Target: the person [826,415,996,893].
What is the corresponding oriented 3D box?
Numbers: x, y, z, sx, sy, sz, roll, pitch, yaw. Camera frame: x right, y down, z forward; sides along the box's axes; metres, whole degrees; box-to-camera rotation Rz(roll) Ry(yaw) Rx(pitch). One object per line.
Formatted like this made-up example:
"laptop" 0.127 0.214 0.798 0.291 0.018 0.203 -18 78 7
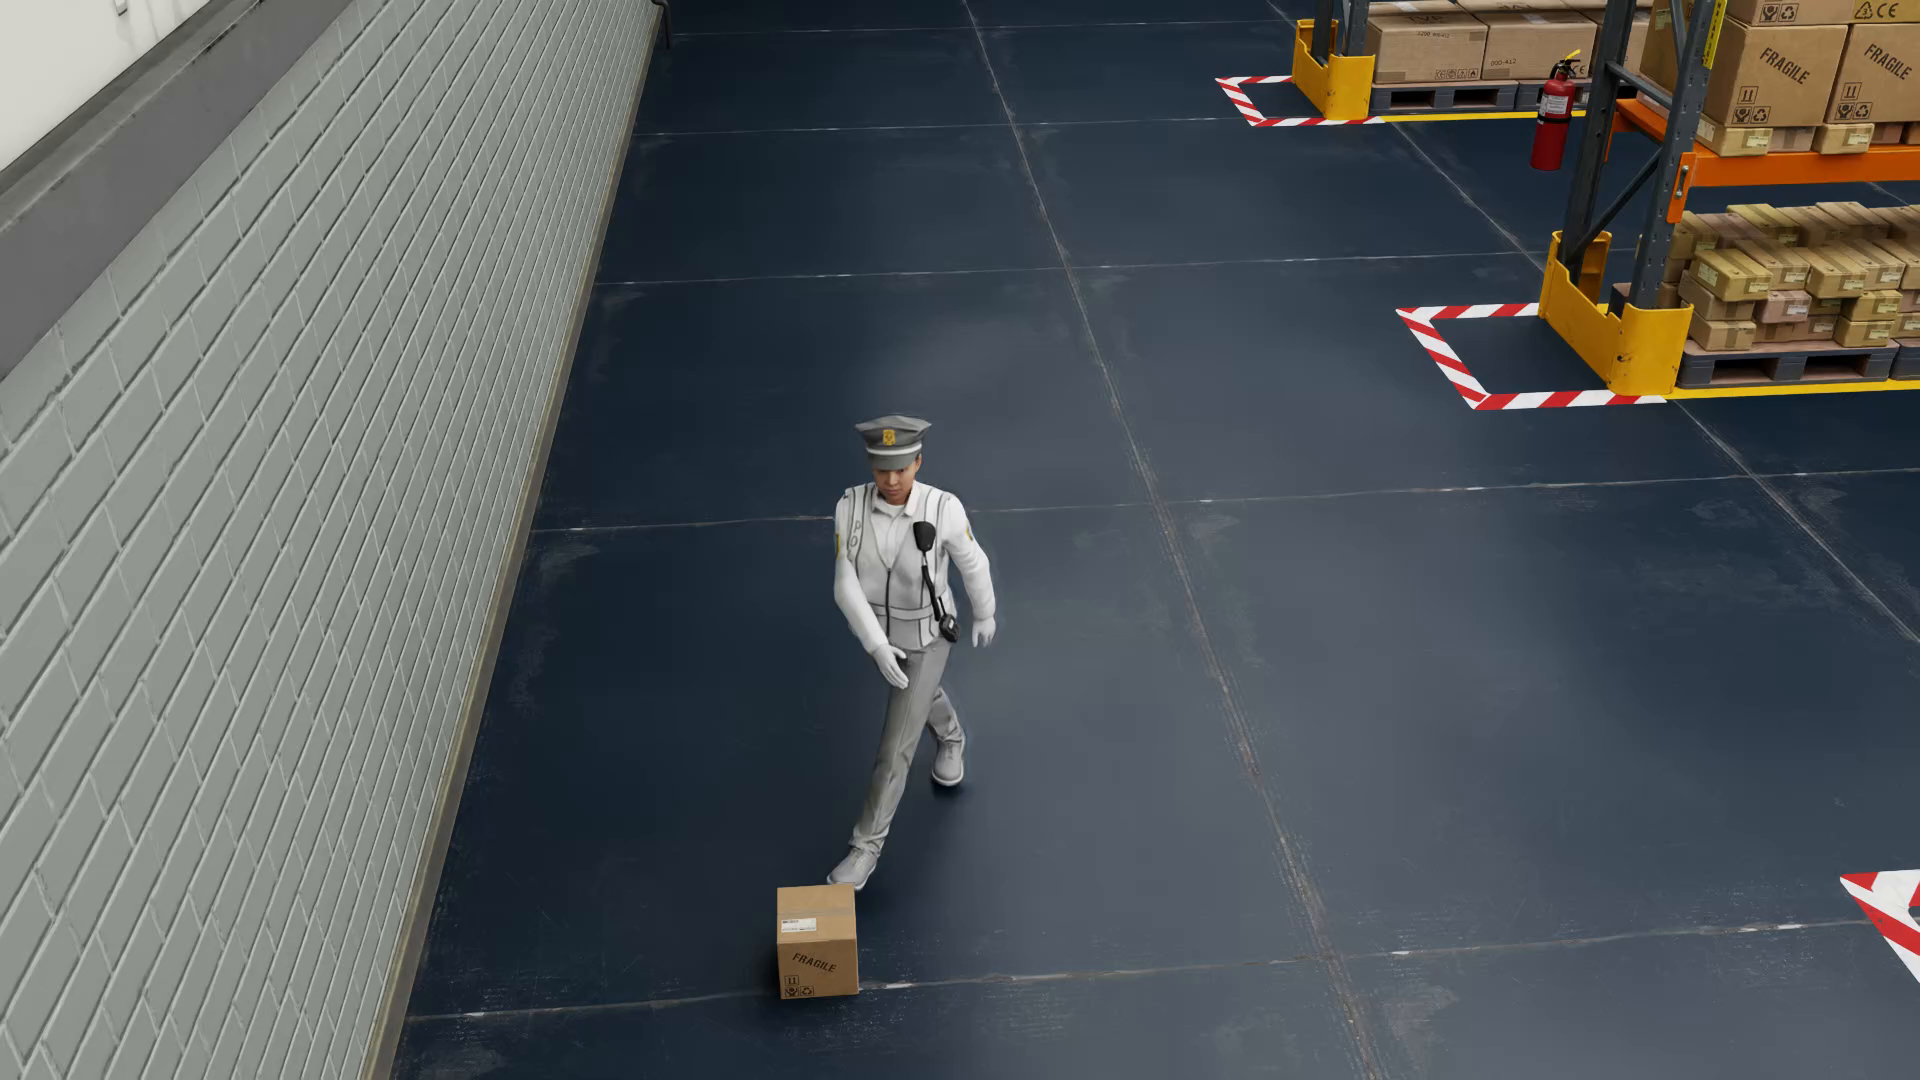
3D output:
"person" -0.201 0.329 5.568 0.471 1.617 1.004 12 33 19
